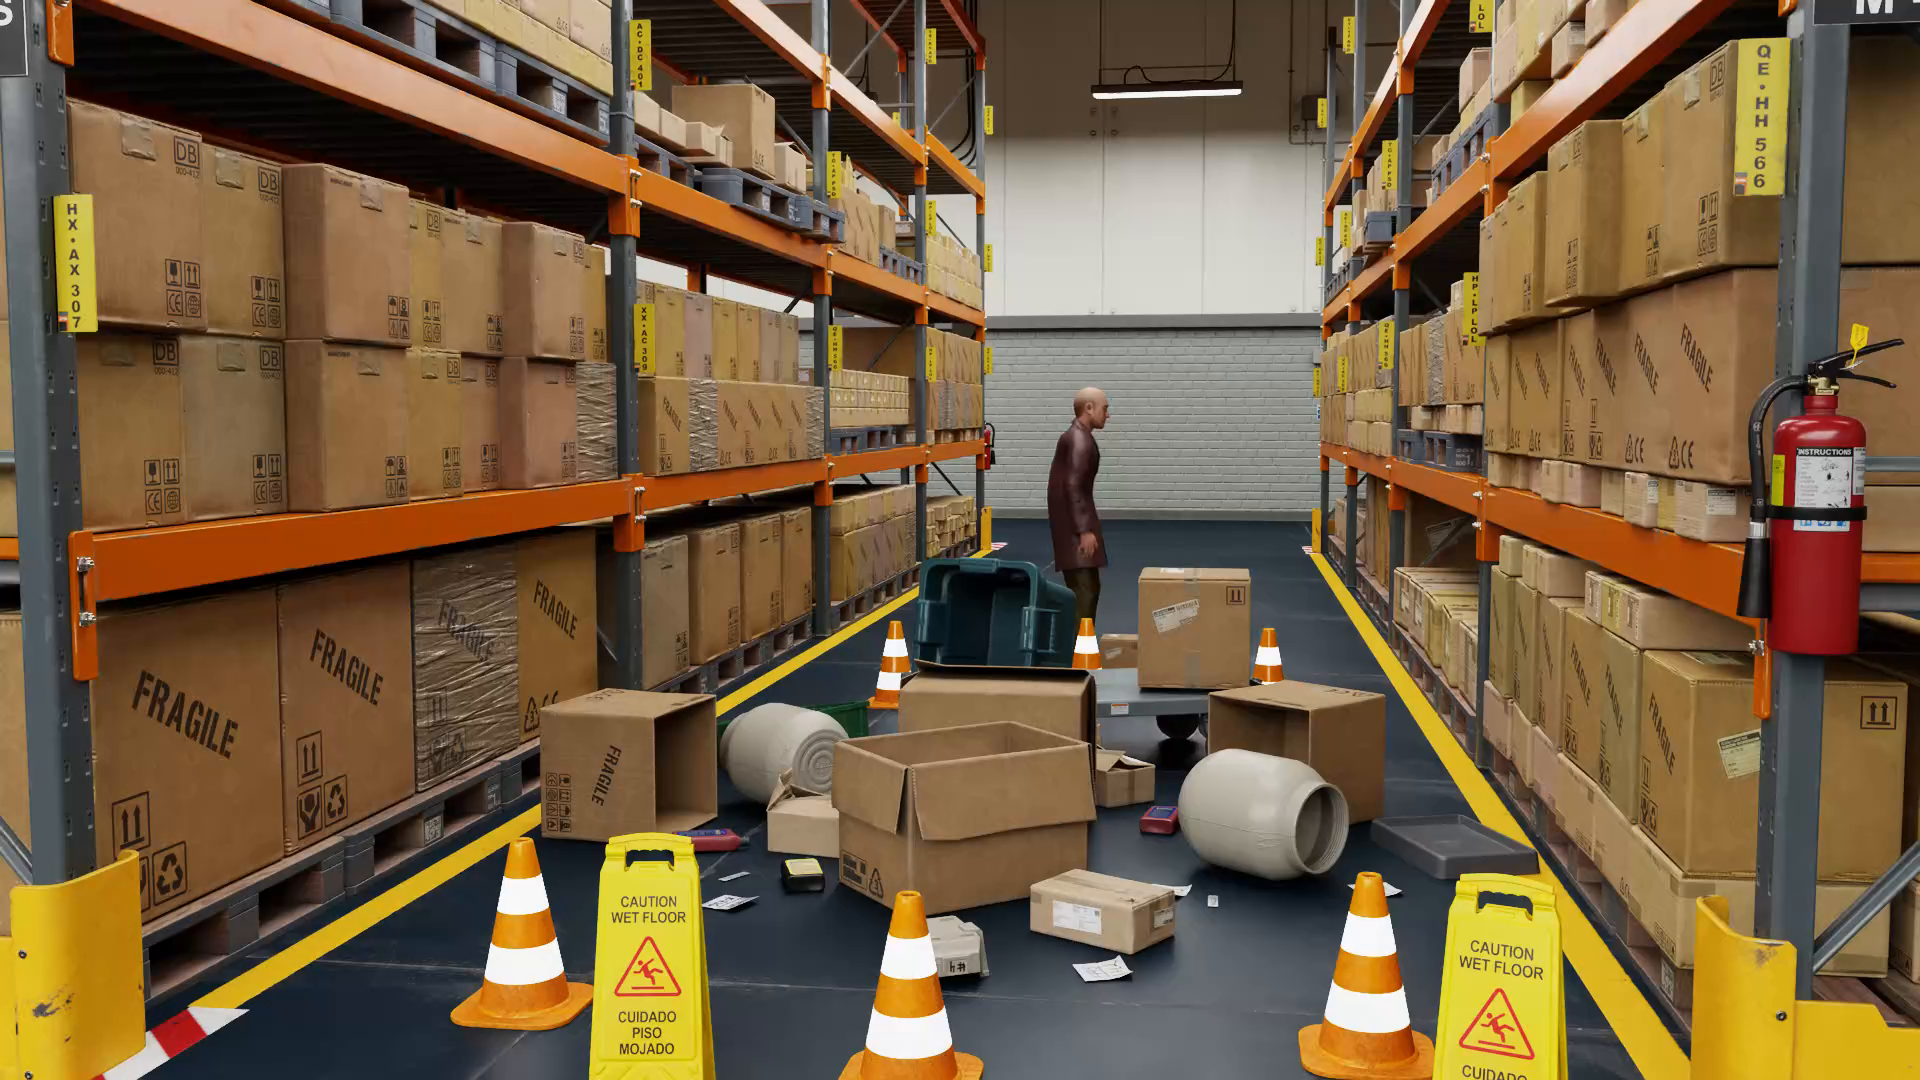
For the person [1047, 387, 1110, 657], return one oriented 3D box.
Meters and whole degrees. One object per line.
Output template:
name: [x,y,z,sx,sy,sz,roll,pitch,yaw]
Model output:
person: [0.746,-0.045,10.183,0.427,1.773,0.651,0,4,5]
